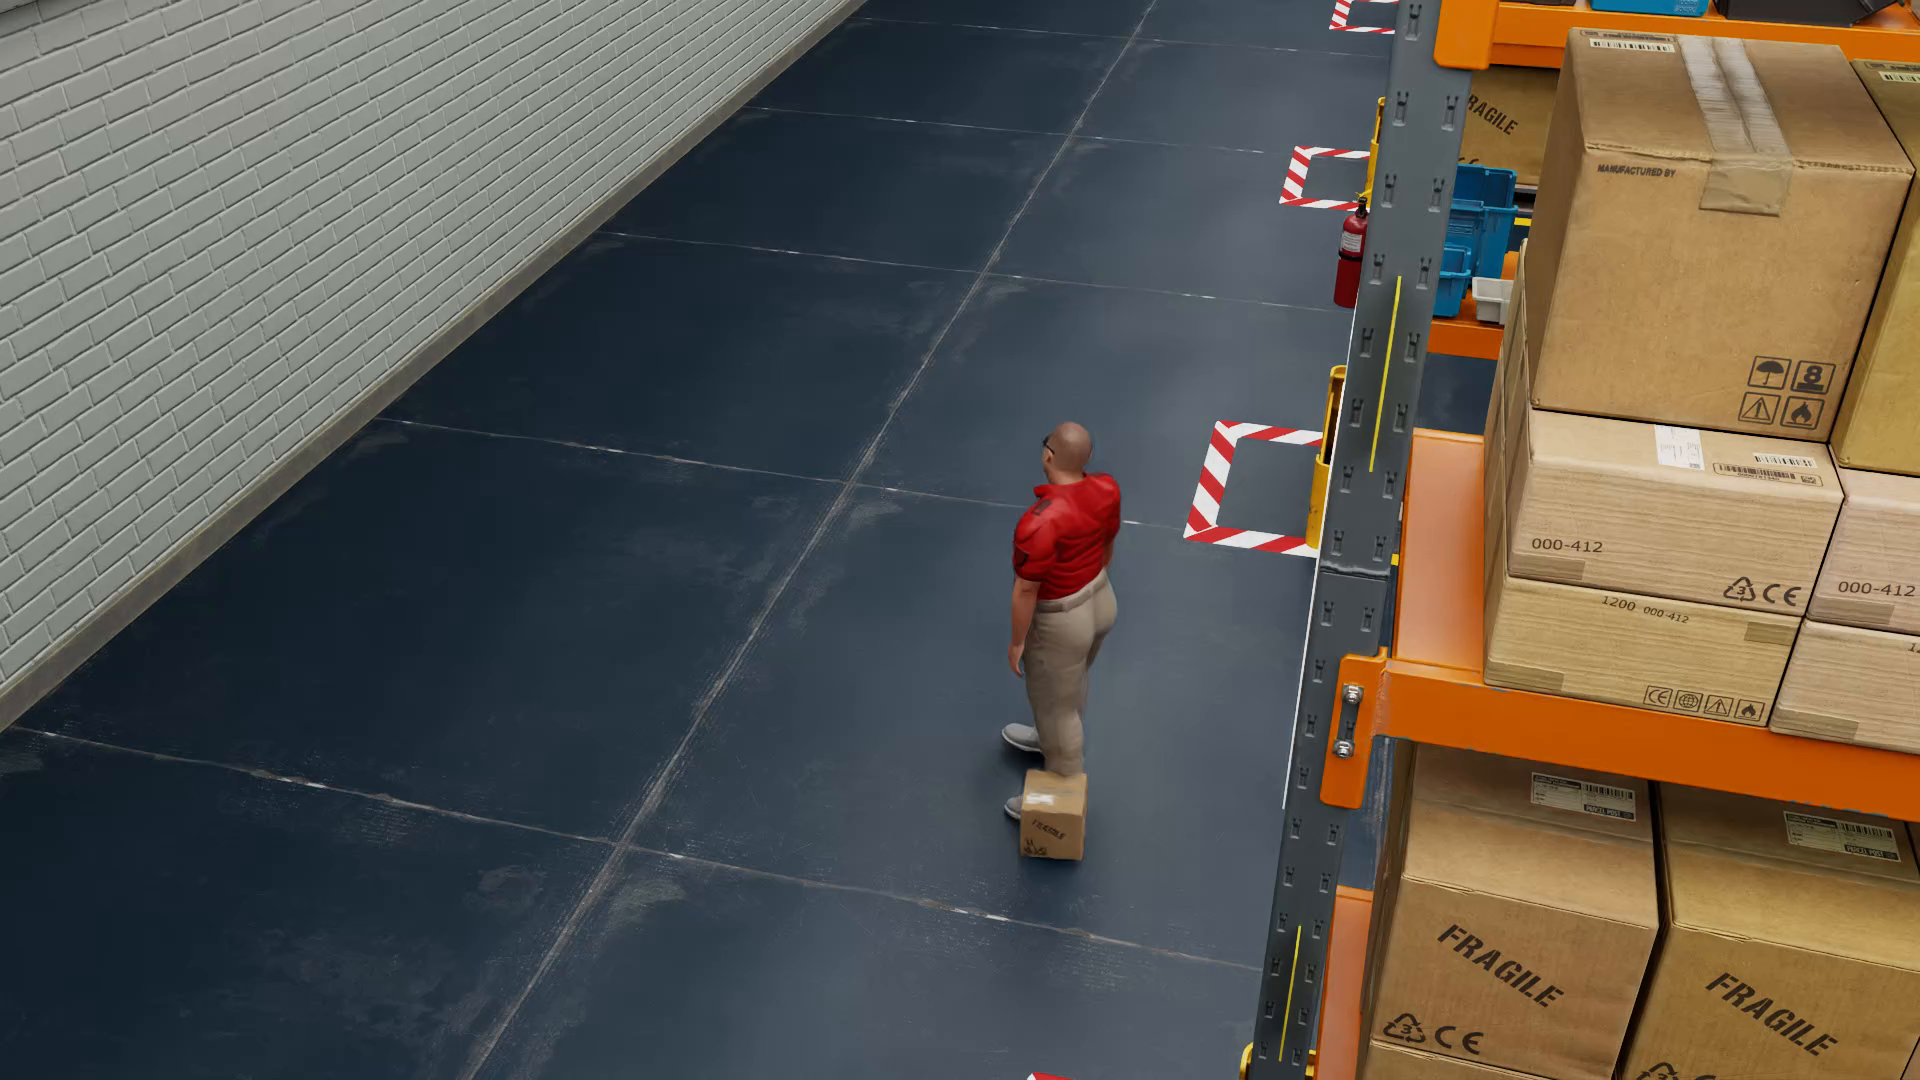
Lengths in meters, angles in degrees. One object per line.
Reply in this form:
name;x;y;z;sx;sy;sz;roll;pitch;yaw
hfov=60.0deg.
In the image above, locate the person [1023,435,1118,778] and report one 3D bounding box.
person;0.422;0.309;6.640;0.386;1.577;0.431;23;39;31
